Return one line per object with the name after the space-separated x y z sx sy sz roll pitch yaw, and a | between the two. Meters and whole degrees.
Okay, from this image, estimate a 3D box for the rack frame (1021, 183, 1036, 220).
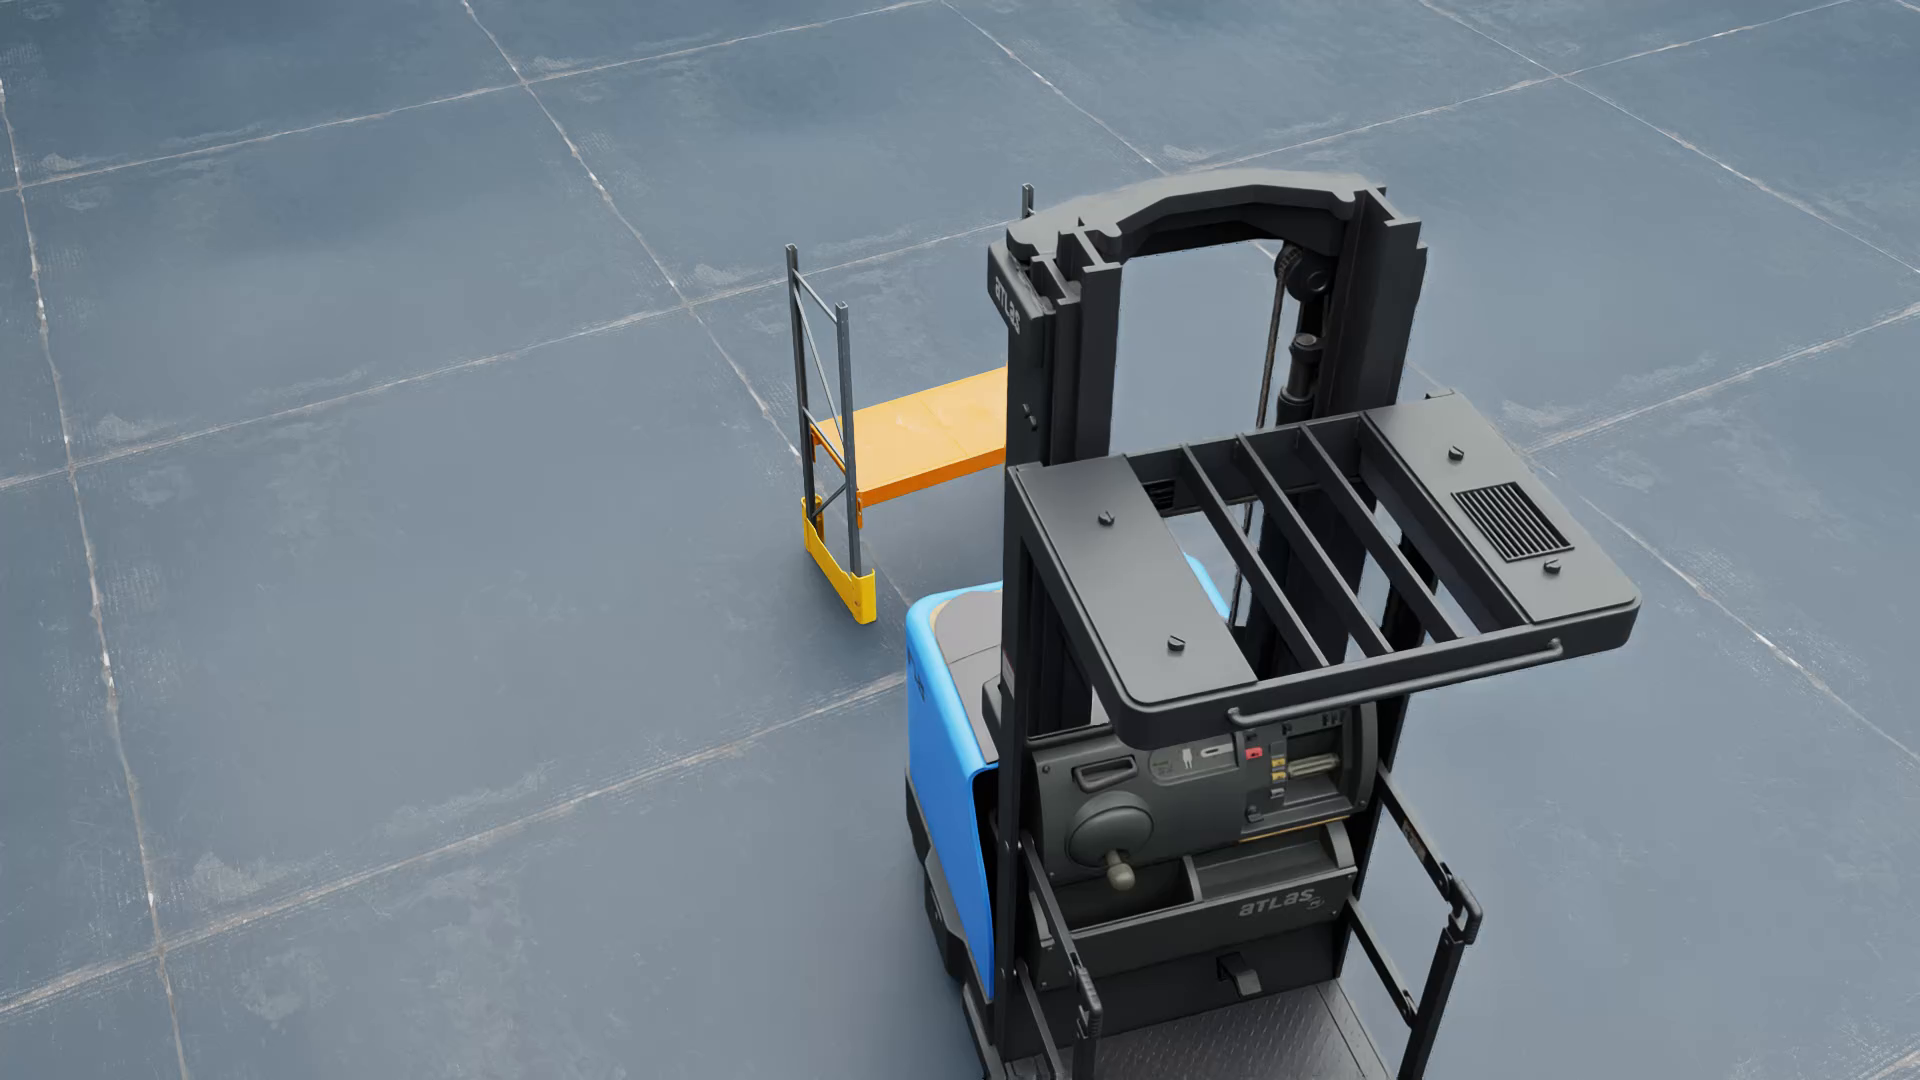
0.375 -0.699 6.915 0.032 1.500 0.500 -19 44 -21 | rack frame

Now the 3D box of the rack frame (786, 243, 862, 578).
-0.527 -0.395 6.556 0.032 1.500 0.500 -19 44 -21 | rack frame

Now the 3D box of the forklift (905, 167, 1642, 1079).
0.705 0.719 4.132 1.130 2.935 3.031 -11 41 -12 | forklift

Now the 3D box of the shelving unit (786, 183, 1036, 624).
-0.068 -0.550 6.739 1.083 1.500 0.587 -19 44 -21 | shelving unit

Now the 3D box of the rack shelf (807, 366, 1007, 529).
-0.076 -0.410 6.852 1.000 0.185 0.538 -19 44 -21 | rack shelf

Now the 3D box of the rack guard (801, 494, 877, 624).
-0.509 0.076 6.967 0.087 0.250 0.587 -19 44 -21 | rack guard
